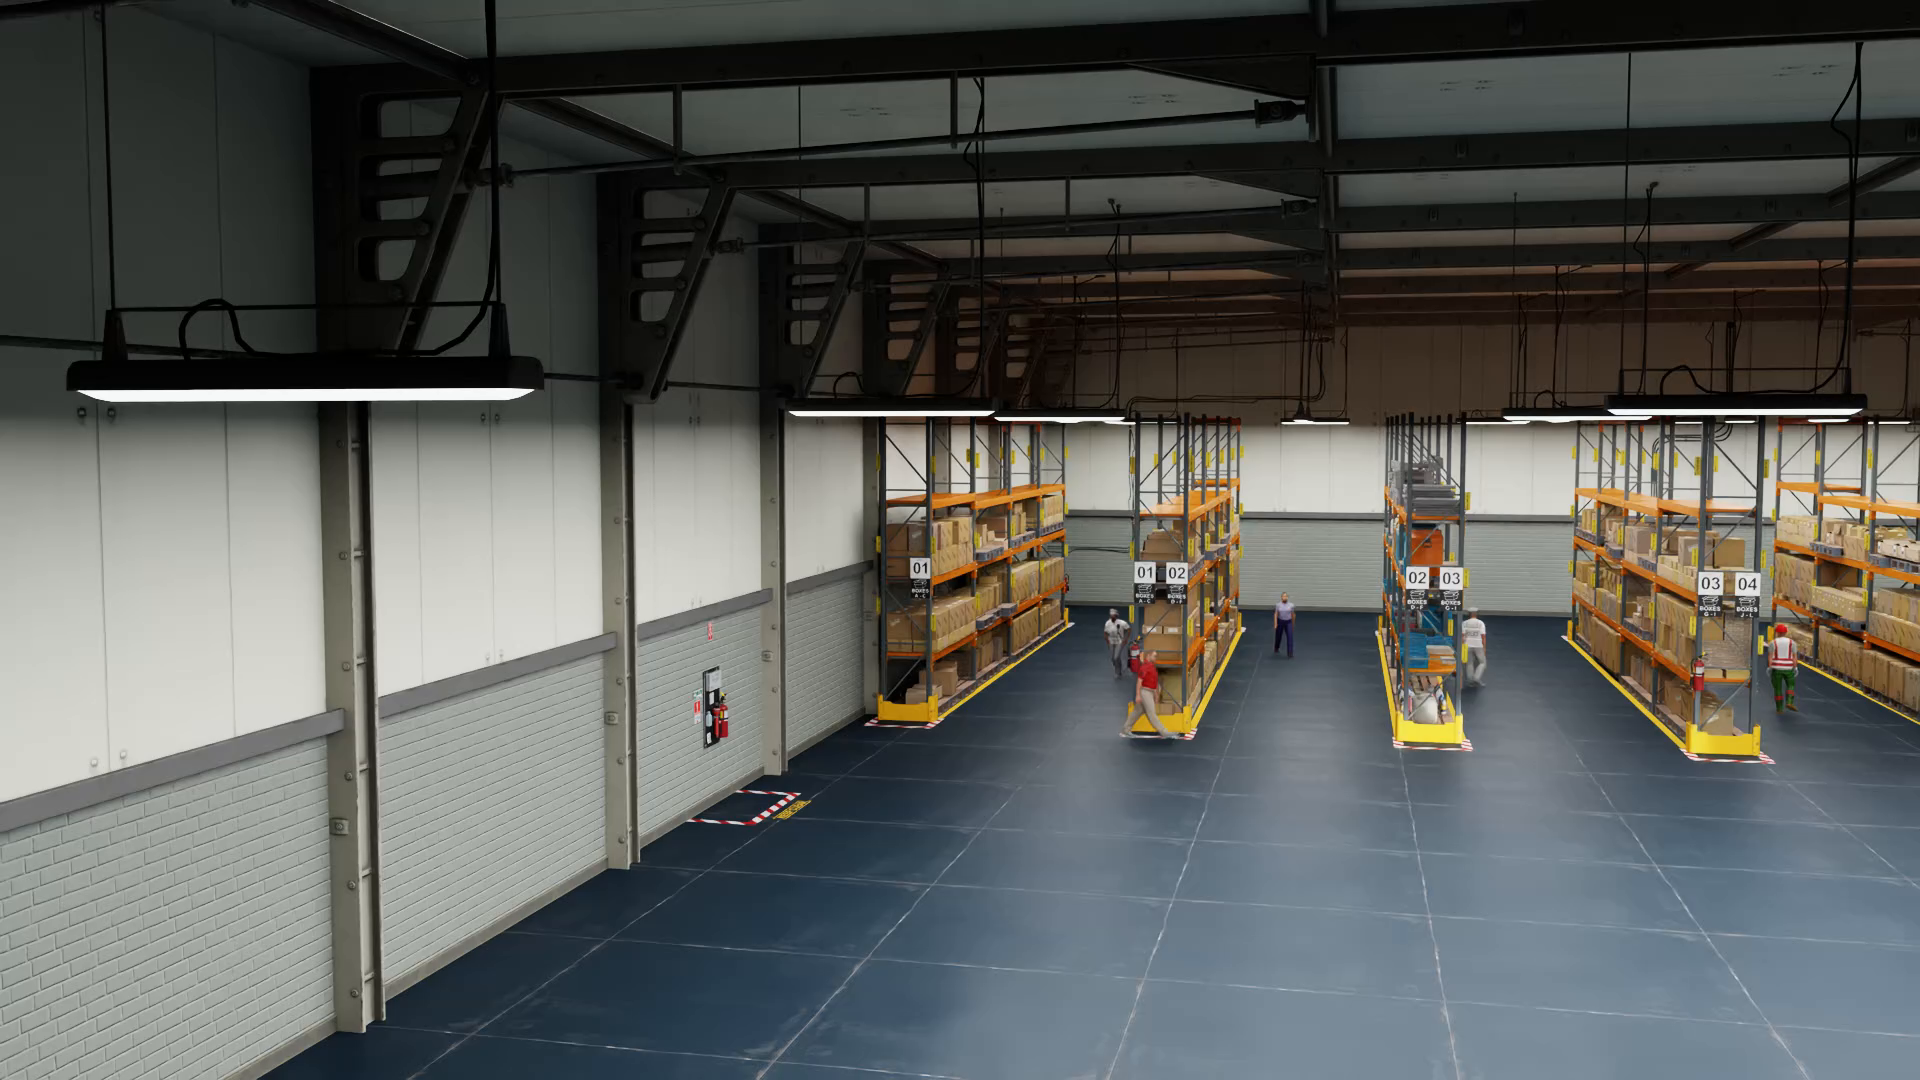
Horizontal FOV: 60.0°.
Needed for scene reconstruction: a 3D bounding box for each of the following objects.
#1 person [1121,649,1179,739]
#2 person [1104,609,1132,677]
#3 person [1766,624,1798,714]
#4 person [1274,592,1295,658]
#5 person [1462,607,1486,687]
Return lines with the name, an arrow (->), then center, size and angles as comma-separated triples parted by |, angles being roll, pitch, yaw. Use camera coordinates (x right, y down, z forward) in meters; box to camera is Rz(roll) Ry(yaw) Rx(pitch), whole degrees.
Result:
person -> 3.474, 2.815, 30.376 | 1.093, 1.659, 0.569 | 1, 4, 12
person -> 3.600, 2.354, 37.936 | 0.620, 1.615, 0.741 | 2, 4, 24
person -> 16.446, 2.586, 33.246 | 0.575, 1.790, 0.530 | 1, 4, 17
person -> 8.105, 2.099, 41.517 | 0.533, 1.591, 0.996 | 0, 4, 1
person -> 11.312, 2.373, 36.635 | 0.584, 1.755, 0.541 | 2, 4, 27
